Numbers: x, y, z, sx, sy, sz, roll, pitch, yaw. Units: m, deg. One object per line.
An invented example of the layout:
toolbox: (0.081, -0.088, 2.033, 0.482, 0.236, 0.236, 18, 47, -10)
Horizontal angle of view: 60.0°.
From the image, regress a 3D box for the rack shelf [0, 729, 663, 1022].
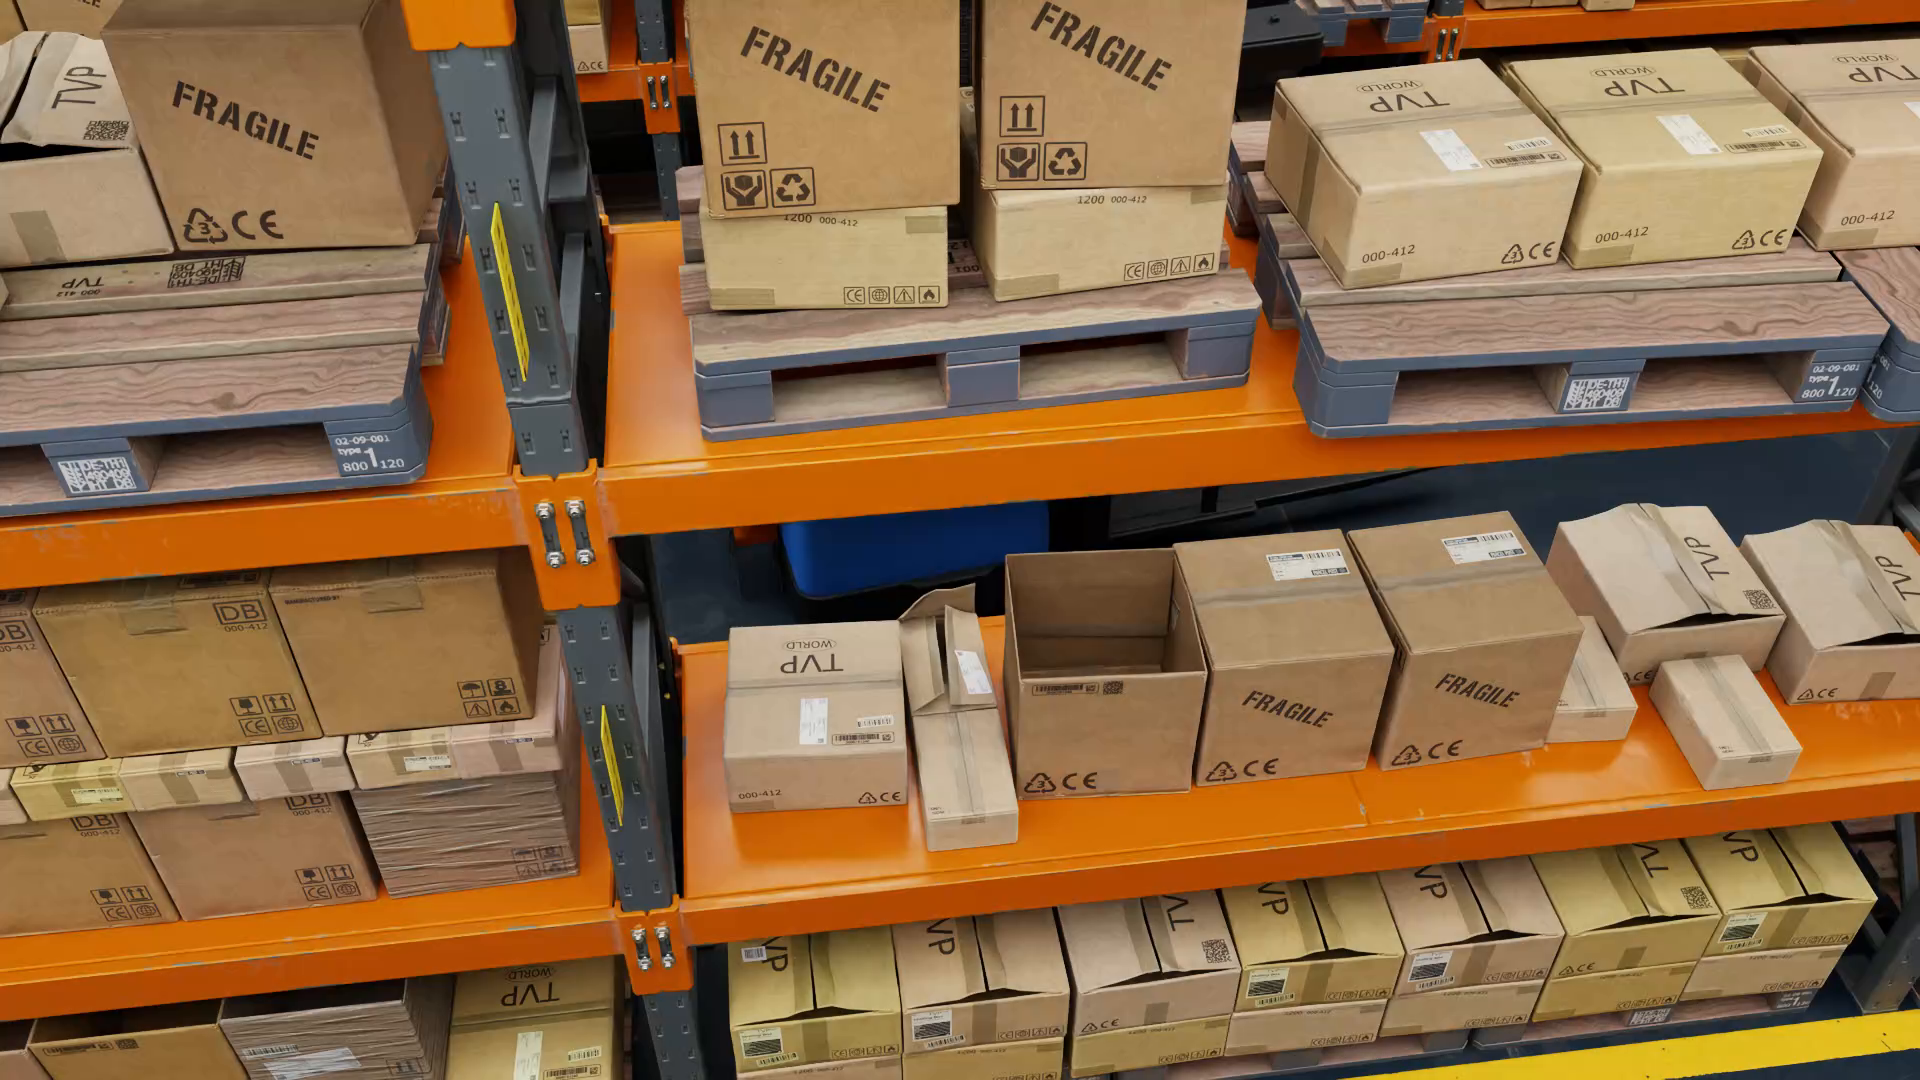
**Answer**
rack shelf: (-2.877, 0.958, 4.700, 4.000, 0.370, 1.077, -5, 42, -6)

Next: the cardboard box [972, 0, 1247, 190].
cardboard box: (0.284, -1.067, 3.408, 0.500, 0.500, 0.500, -1, 42, -1)

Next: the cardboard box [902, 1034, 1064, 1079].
cardboard box: (0.045, 1.469, 5.337, 0.500, 0.250, 0.500, -4, 42, -4)

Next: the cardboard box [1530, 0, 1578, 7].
cardboard box: (3.034, -2.924, 8.640, 0.250, 0.149, 0.380, -4, 42, -5)

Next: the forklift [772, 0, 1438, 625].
forklift: (0.664, -1.216, 6.625, 3.031, 2.935, 1.130, -11, 43, -12)

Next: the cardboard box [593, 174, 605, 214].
cardboard box: (-2.067, -1.817, 9.027, 0.250, 0.166, 0.380, -10, 43, -11)

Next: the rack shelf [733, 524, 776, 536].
rack shelf: (-0.887, -0.149, 6.980, 0.180, 0.103, 0.258, -11, 43, -12)

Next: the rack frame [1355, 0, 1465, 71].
rack frame: (2.426, -3.119, 8.684, 0.127, 3.000, 1.000, -5, 42, -6)

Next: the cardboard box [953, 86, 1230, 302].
cardboard box: (0.262, -0.793, 3.664, 0.500, 0.250, 0.500, -9, 43, -10)

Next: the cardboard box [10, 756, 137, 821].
cardboard box: (-2.145, 0.493, 4.120, 0.250, 0.149, 0.380, -5, 42, -6)

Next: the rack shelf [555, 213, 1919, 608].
rack shelf: (1.089, -0.503, 4.081, 4.000, 0.370, 1.077, -5, 42, -6)

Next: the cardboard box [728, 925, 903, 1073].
cardboard box: (-0.452, 1.304, 5.101, 0.500, 0.311, 0.500, -5, 42, -5)

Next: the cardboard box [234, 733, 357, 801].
cardboard box: (-1.641, 0.450, 4.168, 0.250, 0.149, 0.380, -6, 42, -7)

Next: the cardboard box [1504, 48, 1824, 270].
cardboard box: (1.544, -0.867, 3.746, 0.500, 0.250, 0.500, -6, 42, -6)

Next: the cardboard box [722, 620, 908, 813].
cardboard box: (-0.412, 0.502, 4.782, 0.500, 0.250, 0.500, -3, 42, -3)

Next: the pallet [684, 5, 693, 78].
pallet: (-0.763, -2.670, 8.329, 1.213, 0.211, 1.003, -5, 42, -6)

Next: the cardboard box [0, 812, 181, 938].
cardboard box: (-2.353, 0.614, 4.470, 0.500, 0.500, 0.700, -4, 42, -5)

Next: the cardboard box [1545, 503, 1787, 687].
cardboard box: (2.160, 0.152, 5.123, 0.500, 0.311, 0.500, -5, 42, -6)

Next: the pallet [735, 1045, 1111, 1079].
pallet: (-0.169, 1.463, 5.685, 1.213, 0.211, 1.003, -5, 42, -6)

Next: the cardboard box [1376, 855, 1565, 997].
cardboard box: (1.569, 1.128, 5.296, 0.500, 0.311, 0.500, -5, 42, -6)

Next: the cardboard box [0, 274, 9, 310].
cardboard box: (-2.055, -0.425, 3.226, 0.250, 0.149, 0.380, -5, 42, -6)

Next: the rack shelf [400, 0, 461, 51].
rack shelf: (-2.877, -1.121, 2.825, 4.000, 0.370, 1.077, -5, 42, -6)

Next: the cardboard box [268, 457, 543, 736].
cardboard box: (-1.333, 0.041, 4.136, 0.500, 0.500, 0.700, -5, 42, -5)

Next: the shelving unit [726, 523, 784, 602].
shelving unit: (-0.887, -0.271, 6.870, 0.189, 1.200, 0.258, -11, 43, -12)

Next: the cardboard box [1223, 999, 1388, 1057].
cardboard box: (1.063, 1.378, 5.437, 0.500, 0.250, 0.500, -4, 42, -5)

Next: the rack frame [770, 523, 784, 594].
rack frame: (-0.799, -0.288, 6.889, 0.006, 1.200, 0.240, -11, 43, -12)

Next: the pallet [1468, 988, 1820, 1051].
pallet: (2.251, 1.251, 5.920, 1.213, 0.211, 1.003, -5, 42, -6)

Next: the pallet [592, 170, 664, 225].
pallet: (-2.201, -1.655, 9.142, 1.213, 0.211, 1.003, -5, 42, -6)

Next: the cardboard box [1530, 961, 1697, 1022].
cardboard box: (2.072, 1.290, 5.535, 0.500, 0.250, 0.500, -5, 42, -6)

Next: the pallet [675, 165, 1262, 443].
pallet: (-0.021, -0.610, 3.806, 1.217, 0.209, 0.805, -7, 42, -7)

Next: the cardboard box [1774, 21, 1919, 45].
cardboard box: (4.884, -2.602, 9.402, 0.750, 0.750, 0.750, -4, 42, -4)

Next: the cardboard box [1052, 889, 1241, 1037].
cardboard box: (0.558, 1.218, 5.196, 0.500, 0.311, 0.500, -6, 42, -7)

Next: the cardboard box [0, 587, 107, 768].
cardboard box: (-2.331, 0.129, 4.039, 0.500, 0.500, 0.700, -5, 42, -6)

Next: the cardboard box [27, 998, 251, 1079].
cardboard box: (-2.318, 1.371, 4.885, 0.500, 0.500, 0.500, -5, 42, -6)

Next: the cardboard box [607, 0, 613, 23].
cardboard box: (-2.034, -2.825, 8.455, 0.500, 0.250, 0.500, -5, 42, -5)

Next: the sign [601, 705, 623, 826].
sign: (-0.821, 0.535, 3.927, 0.005, 0.325, 0.100, -5, 42, -6)

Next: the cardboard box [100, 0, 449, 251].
cardboard box: (-1.428, -0.973, 3.572, 0.500, 0.500, 0.500, -2, 42, -2)

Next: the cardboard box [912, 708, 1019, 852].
cardboard box: (0.011, 0.670, 4.671, 0.250, 0.149, 0.380, -5, 42, -6)

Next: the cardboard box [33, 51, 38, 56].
cardboard box: (-4.468, -2.262, 7.831, 0.500, 0.250, 0.500, -6, 42, -7)

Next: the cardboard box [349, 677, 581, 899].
cardboard box: (-1.333, 0.523, 4.571, 0.500, 0.500, 0.700, -6, 42, -7)

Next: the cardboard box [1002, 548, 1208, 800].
cardboard box: (0.392, 0.379, 4.731, 0.500, 0.500, 0.500, -2, 42, -2)

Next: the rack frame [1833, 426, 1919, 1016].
rack frame: (3.072, 0.170, 5.037, 0.127, 3.000, 1.000, -5, 42, -6)

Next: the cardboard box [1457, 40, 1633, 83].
cardboard box: (3.172, -2.454, 9.237, 0.750, 0.750, 0.750, -6, 42, -6)

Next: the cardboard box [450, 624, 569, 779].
cardboard box: (-1.136, 0.405, 4.217, 0.250, 0.149, 0.380, -5, 42, -6)

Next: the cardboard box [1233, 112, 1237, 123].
cardboard box: (1.193, -2.290, 9.302, 0.500, 0.500, 0.700, -5, 42, -6)

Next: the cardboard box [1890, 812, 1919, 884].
cardboard box: (3.561, 1.085, 5.560, 0.500, 0.500, 0.500, -3, 42, -4)

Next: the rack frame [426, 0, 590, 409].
rack frame: (-0.894, -1.710, 2.642, 0.127, 3.000, 1.000, -5, 42, -6)

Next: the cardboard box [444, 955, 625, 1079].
cardboard box: (-1.325, 1.568, 5.227, 0.500, 0.250, 0.500, -5, 42, -6)

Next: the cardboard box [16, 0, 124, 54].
cardboard box: (-3.989, -2.574, 7.616, 0.500, 0.500, 0.500, -6, 42, -7)

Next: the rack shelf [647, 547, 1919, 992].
rack shelf: (1.089, 0.611, 5.085, 4.000, 0.370, 1.077, -5, 42, -6)

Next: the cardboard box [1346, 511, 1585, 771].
cardboard box: (1.411, 0.290, 4.830, 0.500, 0.500, 0.500, -7, 43, -8)

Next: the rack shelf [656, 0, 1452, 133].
rack shelf: (0.443, -2.679, 8.732, 4.000, 0.370, 1.077, -5, 42, -6)

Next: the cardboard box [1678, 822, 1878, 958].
cardboard box: (2.585, 1.036, 5.398, 0.500, 0.311, 0.500, -4, 42, -4)

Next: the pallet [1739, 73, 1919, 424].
pallet: (2.411, -0.755, 3.964, 1.003, 0.211, 1.213, -3, 42, -4)
